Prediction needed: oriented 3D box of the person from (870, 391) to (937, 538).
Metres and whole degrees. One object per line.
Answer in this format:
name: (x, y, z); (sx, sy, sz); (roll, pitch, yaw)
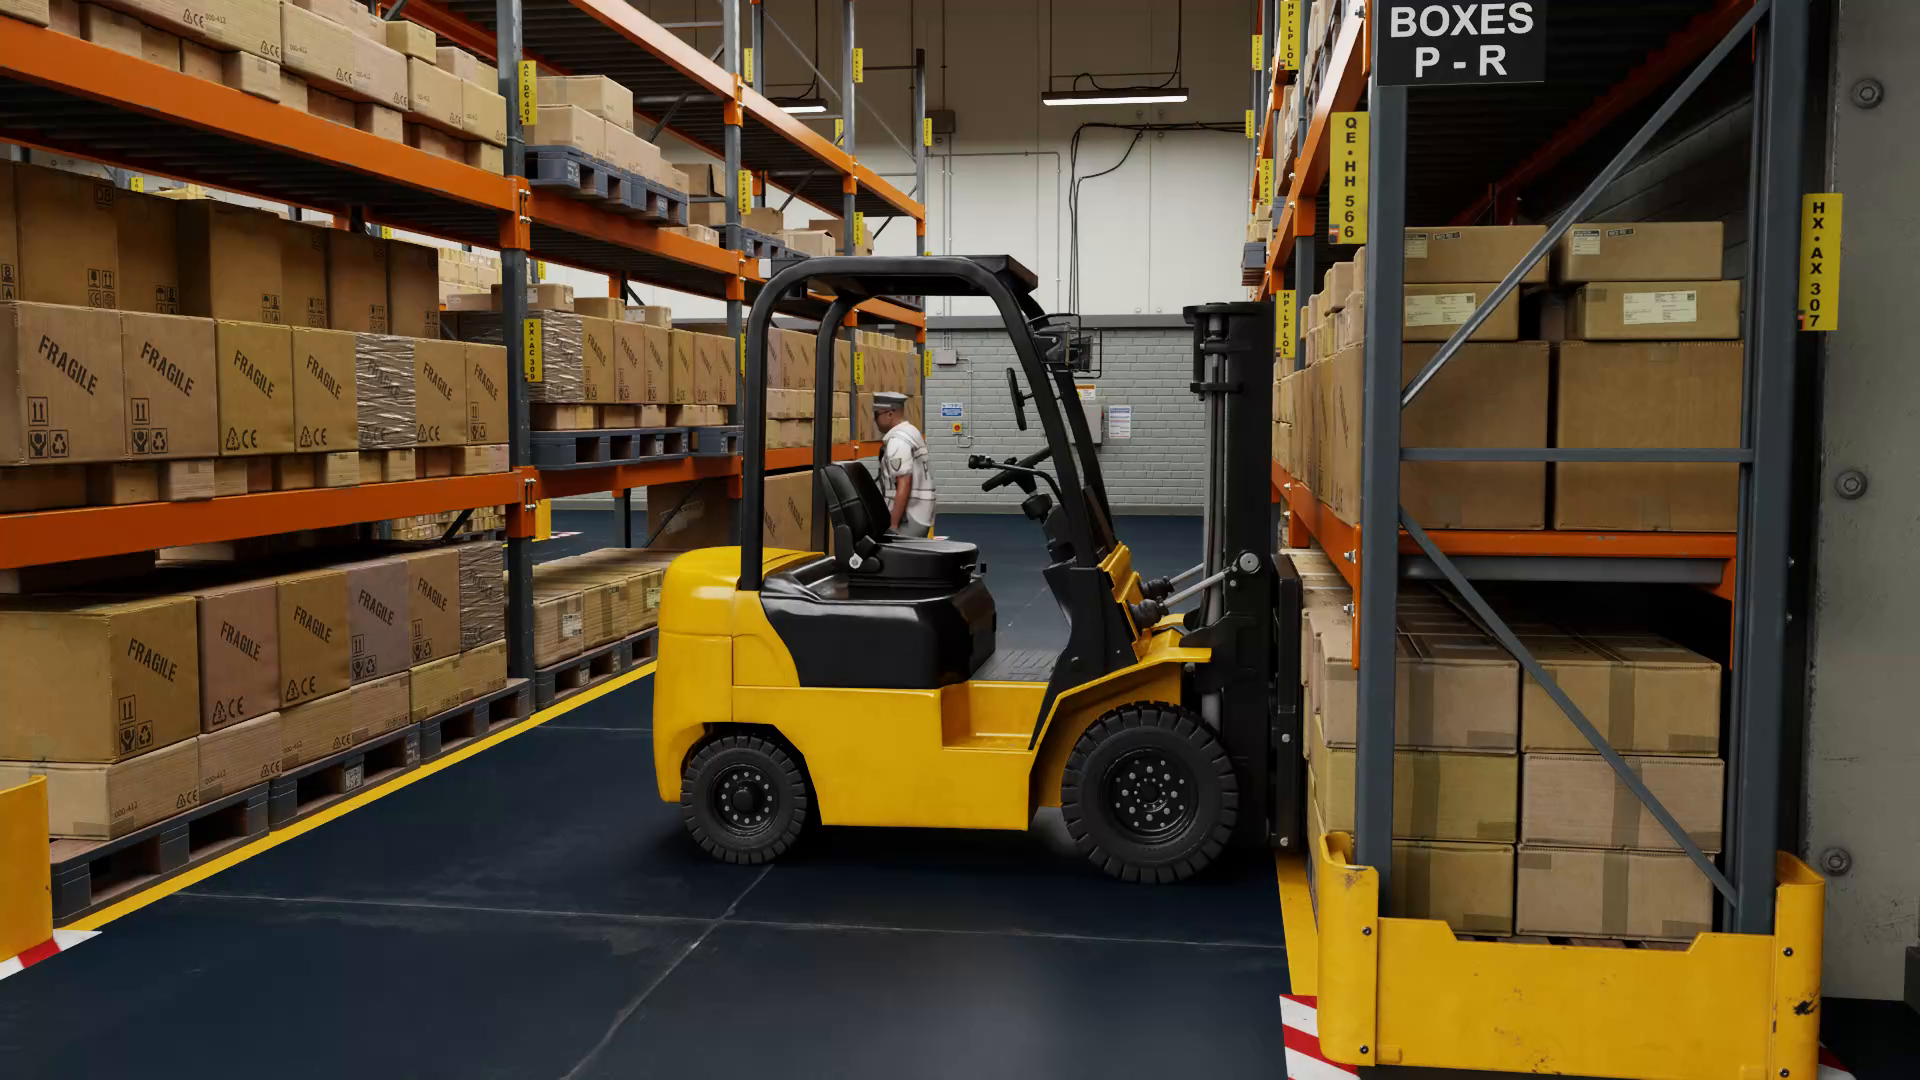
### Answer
person: (-0.381, -0.120, 11.144); (0.436, 1.747, 0.587); (0, 4, 6)
